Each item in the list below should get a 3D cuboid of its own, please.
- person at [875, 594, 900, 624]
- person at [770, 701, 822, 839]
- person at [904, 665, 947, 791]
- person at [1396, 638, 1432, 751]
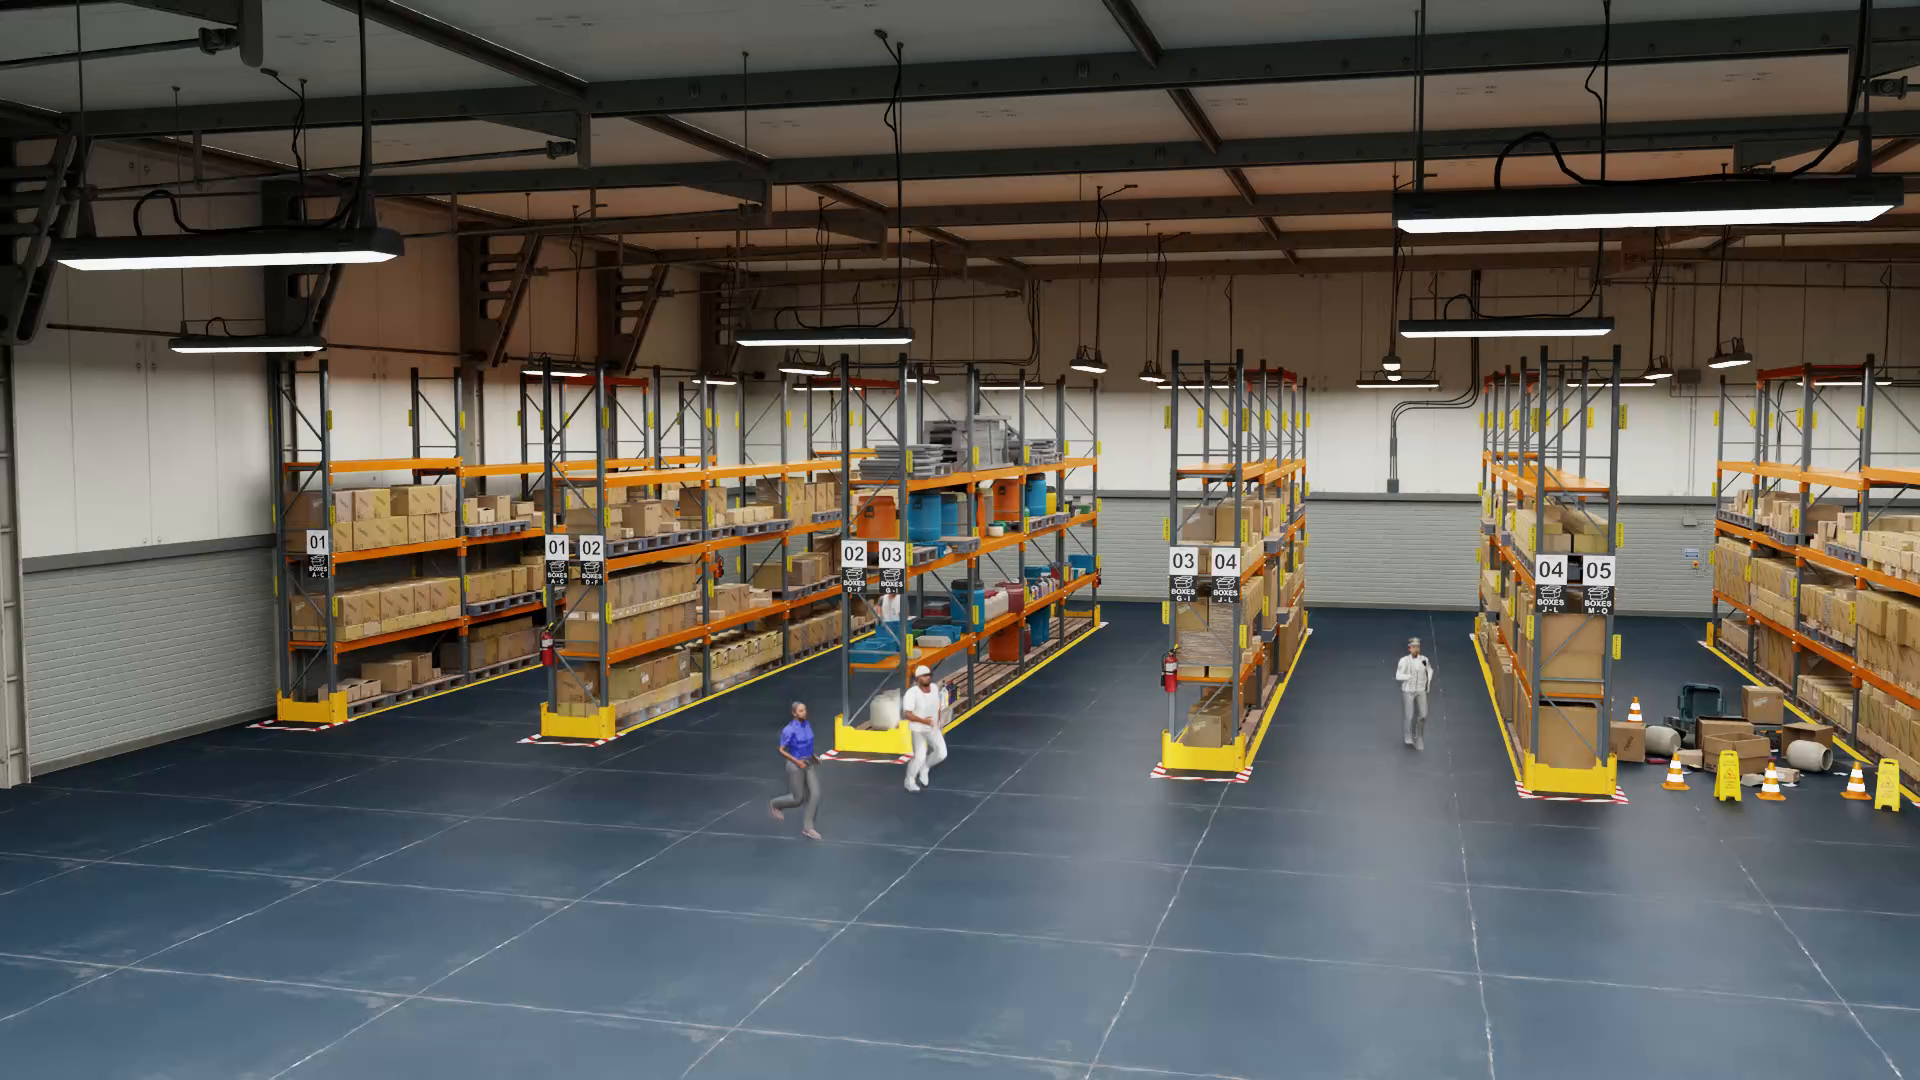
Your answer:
[{"bbox_3d":[-1.386,1.708,33.392,0.641,1.784,0.698,0,4,2],"label":"person"},{"bbox_3d":[-1.956,2.761,20.114,0.768,1.640,0.588,3,5,39],"label":"person"},{"bbox_3d":[-0.446,2.530,22.312,0.728,1.717,0.745,-3,5,-37],"label":"person"},{"bbox_3d":[6.929,2.349,25.294,0.592,1.723,0.659,0,4,4],"label":"person"}]
